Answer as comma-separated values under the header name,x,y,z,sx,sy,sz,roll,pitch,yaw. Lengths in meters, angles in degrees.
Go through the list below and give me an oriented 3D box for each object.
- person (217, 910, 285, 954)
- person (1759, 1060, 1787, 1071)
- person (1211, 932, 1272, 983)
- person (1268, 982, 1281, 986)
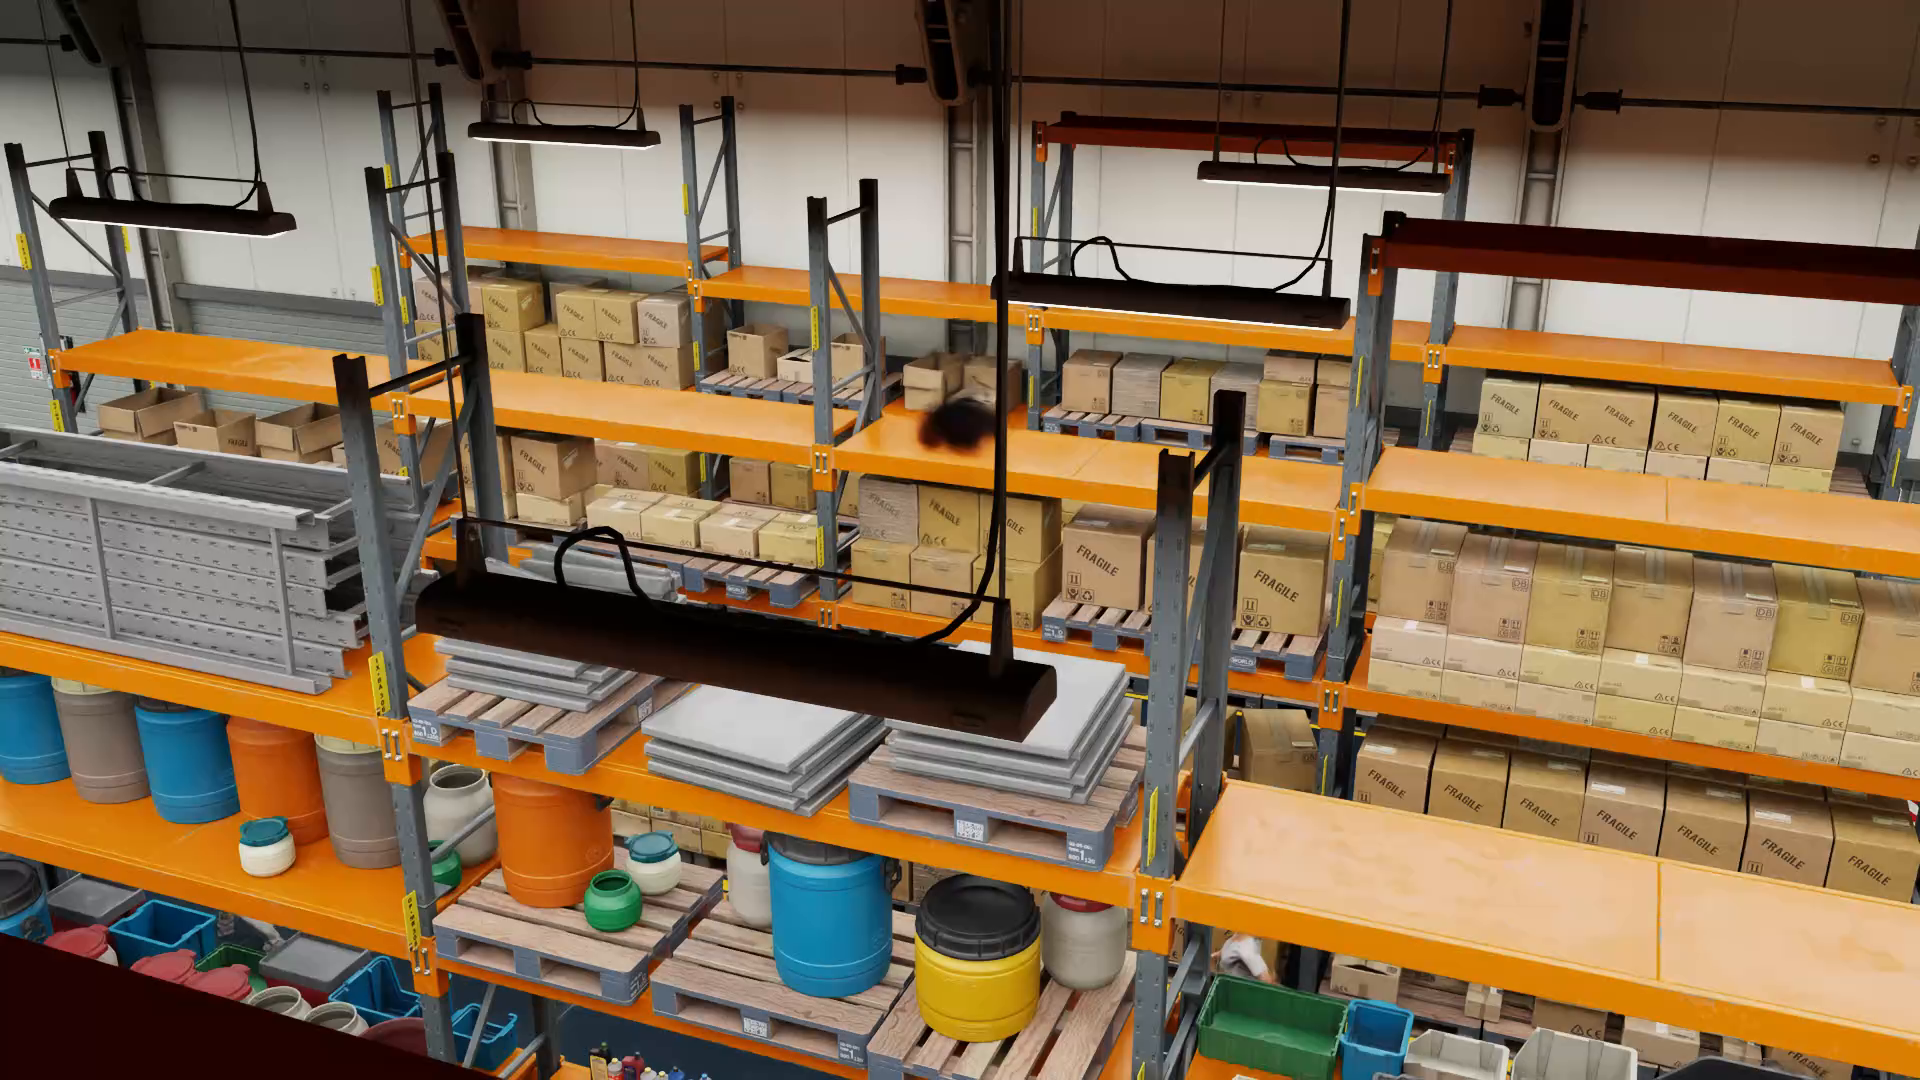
name,x,y,z,sx,sy,sz,roll,pitch,yaw
person,-5.906,2.635,13.347,1.048,1.478,0.619,13,24,30
person,5.154,3.879,10.063,0.959,1.605,0.600,2,21,5
person,1.978,3.243,11.502,0.853,1.718,0.541,8,22,21
person,2.058,3.518,10.772,0.562,1.703,0.760,1,21,2
